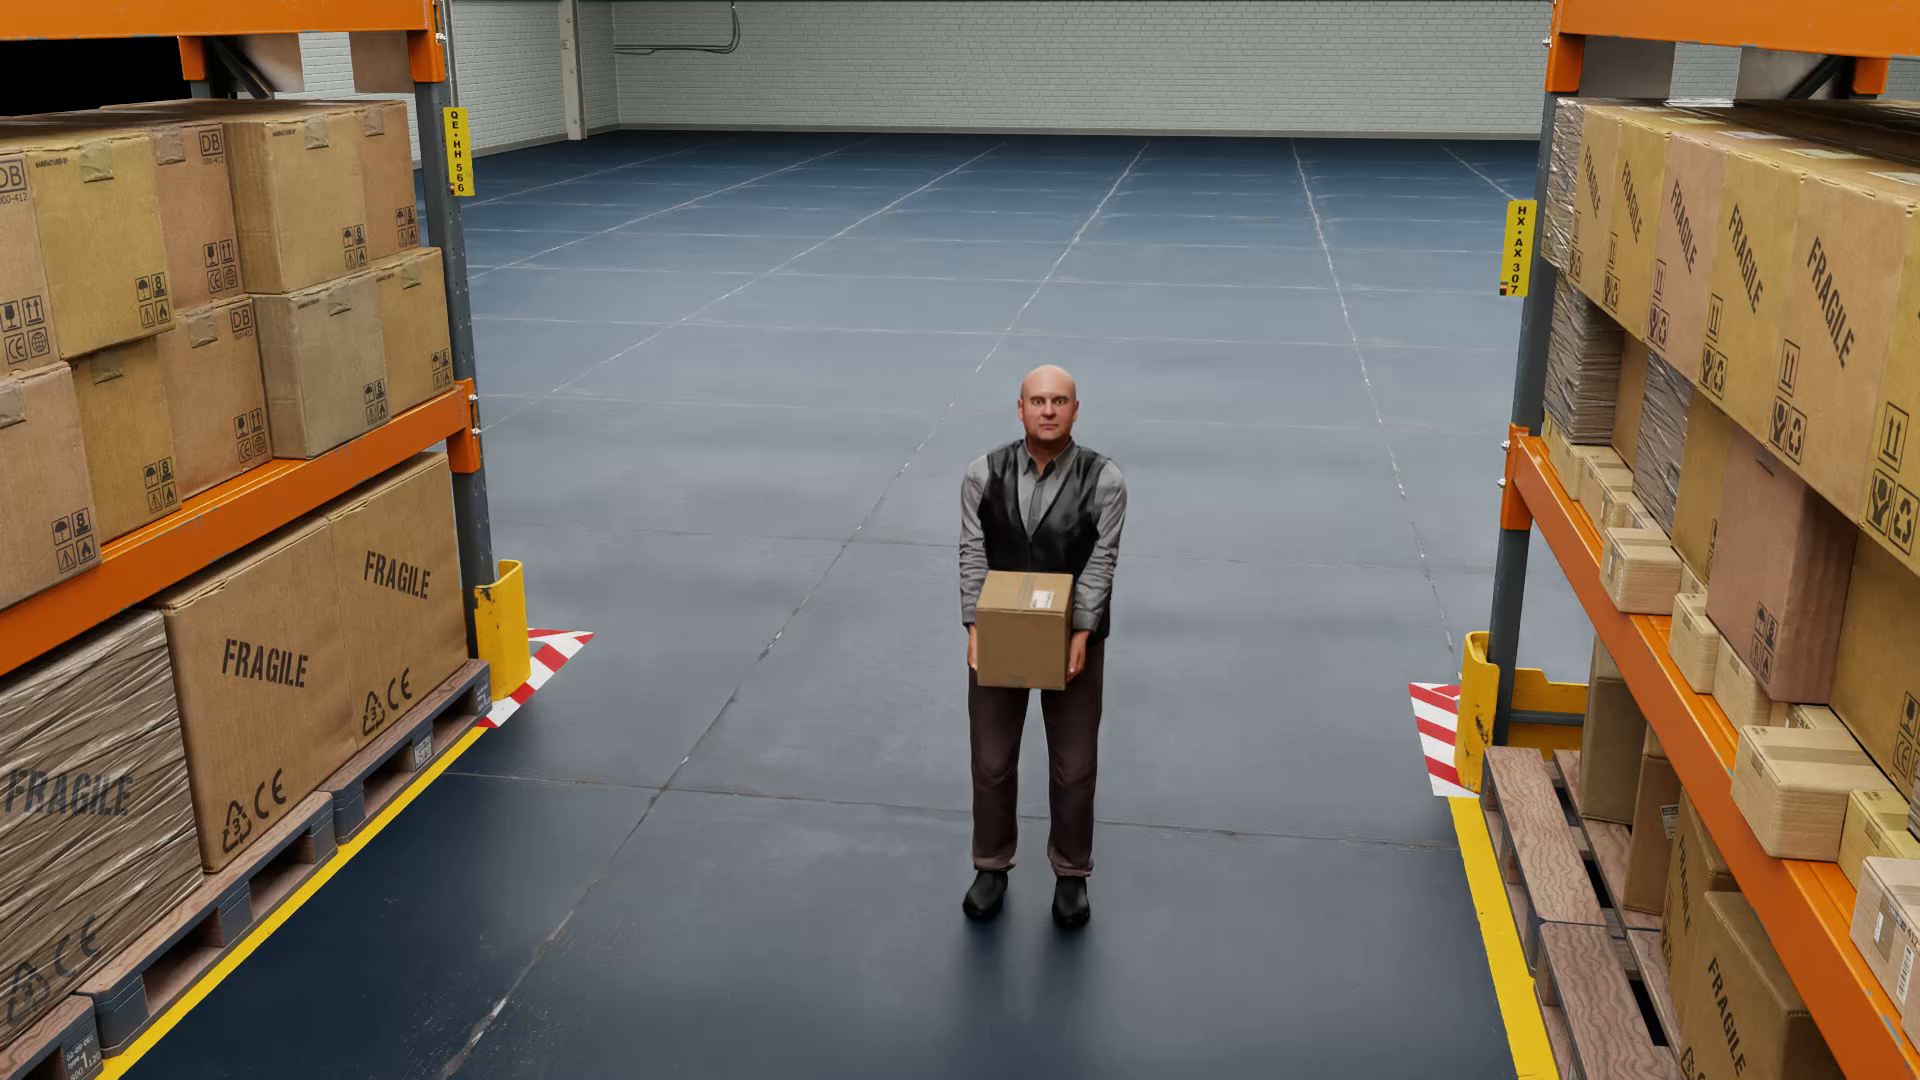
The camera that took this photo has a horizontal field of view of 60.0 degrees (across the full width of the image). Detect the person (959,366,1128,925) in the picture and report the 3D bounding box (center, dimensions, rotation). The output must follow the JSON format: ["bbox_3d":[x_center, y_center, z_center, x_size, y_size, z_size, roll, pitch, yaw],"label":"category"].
[{"bbox_3d":[0.232,0.352,5.000,0.498,1.716,0.550,3,18,9],"label":"person"}]
